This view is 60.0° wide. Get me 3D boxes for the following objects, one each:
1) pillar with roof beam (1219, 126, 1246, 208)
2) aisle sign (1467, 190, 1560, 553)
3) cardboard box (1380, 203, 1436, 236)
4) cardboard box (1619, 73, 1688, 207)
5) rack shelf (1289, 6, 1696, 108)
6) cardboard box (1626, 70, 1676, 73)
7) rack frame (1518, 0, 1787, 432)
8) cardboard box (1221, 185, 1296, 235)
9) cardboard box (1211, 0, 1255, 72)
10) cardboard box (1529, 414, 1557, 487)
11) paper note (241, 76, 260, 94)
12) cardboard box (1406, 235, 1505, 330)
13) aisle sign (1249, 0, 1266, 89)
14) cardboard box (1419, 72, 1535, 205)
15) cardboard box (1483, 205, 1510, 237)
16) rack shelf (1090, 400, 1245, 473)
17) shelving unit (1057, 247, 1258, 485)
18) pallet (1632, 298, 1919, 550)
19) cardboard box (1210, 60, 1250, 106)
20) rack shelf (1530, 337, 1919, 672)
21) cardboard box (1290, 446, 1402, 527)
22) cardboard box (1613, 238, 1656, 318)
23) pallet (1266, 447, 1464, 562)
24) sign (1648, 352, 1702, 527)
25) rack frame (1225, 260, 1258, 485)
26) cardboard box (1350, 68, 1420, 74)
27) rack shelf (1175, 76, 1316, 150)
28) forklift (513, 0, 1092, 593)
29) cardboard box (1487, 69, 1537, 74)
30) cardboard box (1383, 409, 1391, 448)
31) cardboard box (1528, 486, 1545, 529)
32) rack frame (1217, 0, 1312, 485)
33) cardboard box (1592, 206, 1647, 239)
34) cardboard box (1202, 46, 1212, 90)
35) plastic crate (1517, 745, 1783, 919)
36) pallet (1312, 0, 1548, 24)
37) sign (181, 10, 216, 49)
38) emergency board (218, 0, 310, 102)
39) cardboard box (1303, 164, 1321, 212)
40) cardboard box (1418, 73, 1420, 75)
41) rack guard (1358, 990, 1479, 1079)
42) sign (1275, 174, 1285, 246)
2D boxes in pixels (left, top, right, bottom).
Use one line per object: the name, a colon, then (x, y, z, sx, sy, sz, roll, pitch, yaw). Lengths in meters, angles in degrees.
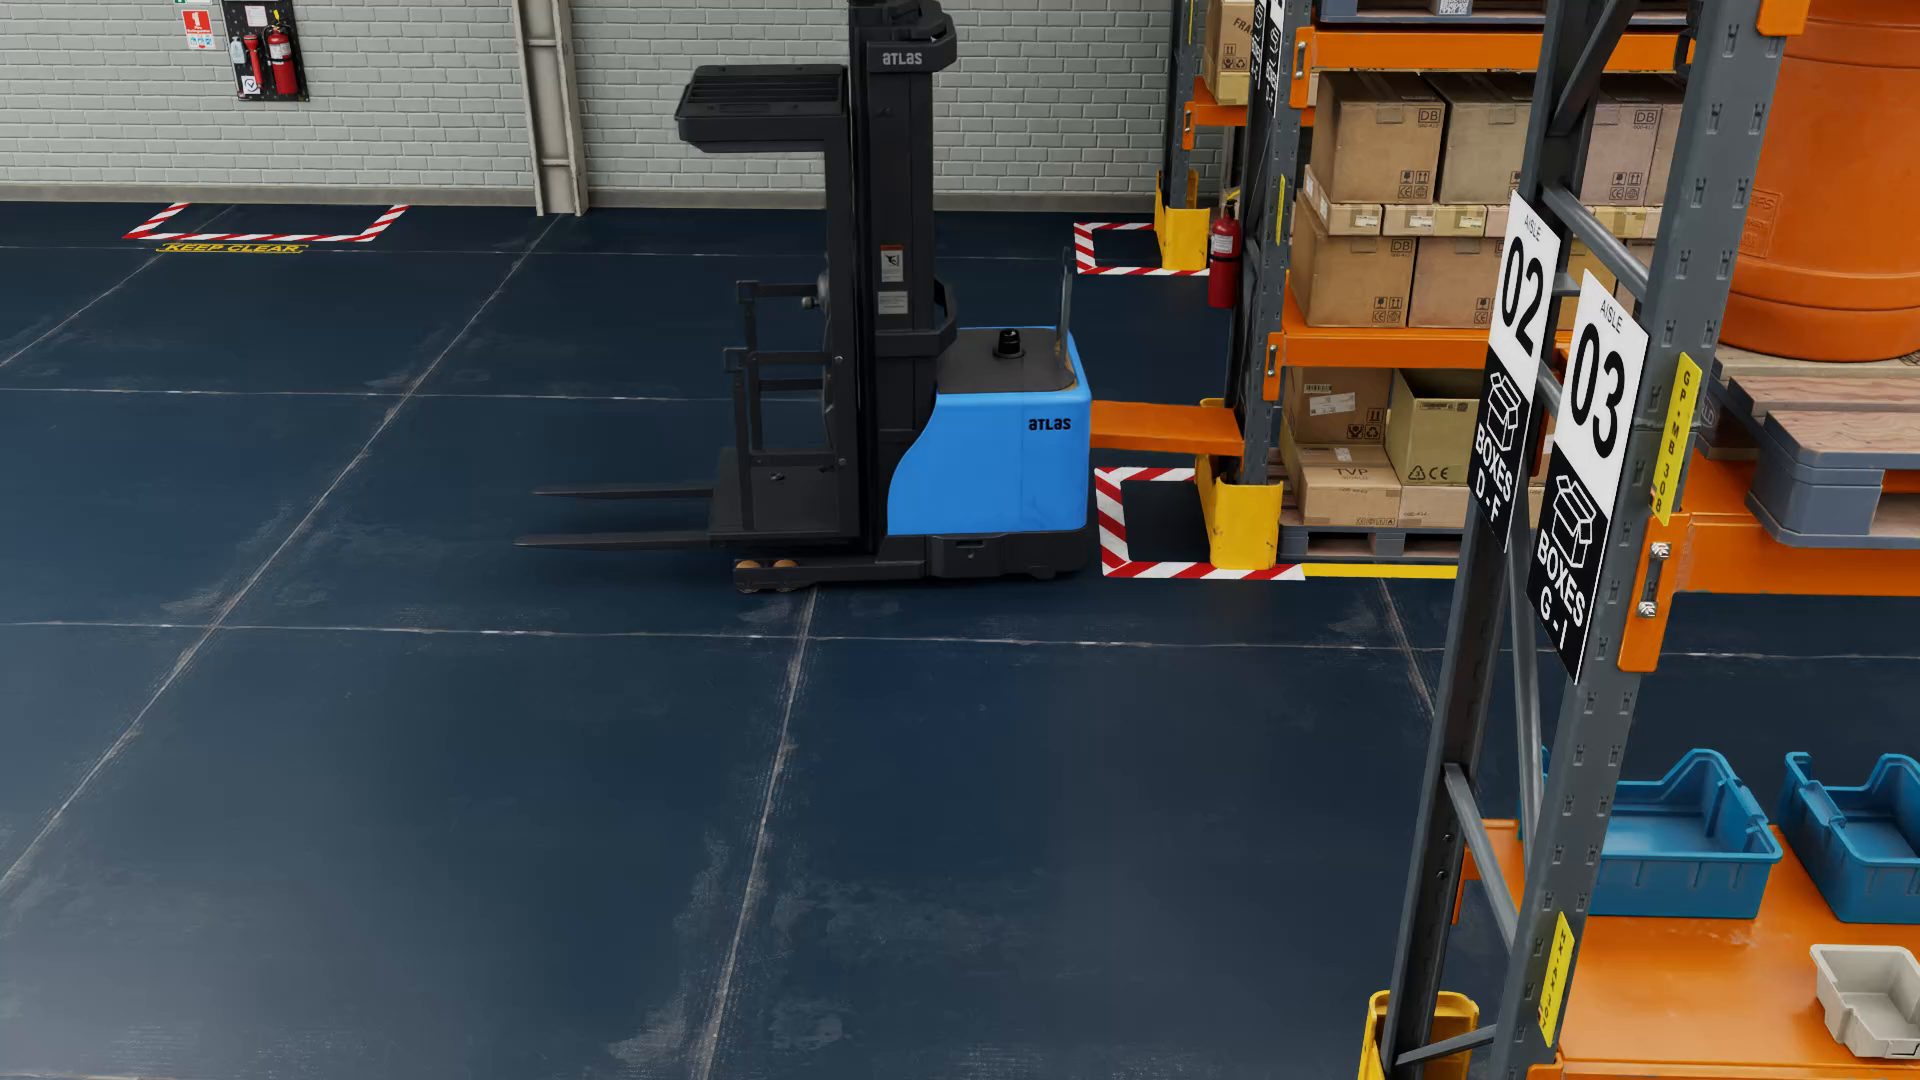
pillar with roof beam: (2.325, -4.786, 8.671, 0.400, 9.000, 9.100, 1, 28, 2)
aisle sign: (1.335, -0.409, 4.043, 0.004, 0.787, 0.394, 1, 28, 2)
cardboard box: (2.224, -1.659, 8.377, 0.250, 0.149, 0.380, 0, 28, 0)
cardboard box: (3.625, -2.019, 8.364, 0.500, 0.500, 0.700, 1, 28, 2)
rack shelf: (3.574, -2.413, 8.164, 4.000, 0.370, 1.077, 1, 28, 2)
cardboard box: (5.261, -3.828, 12.607, 0.500, 0.500, 0.500, 1, 28, 2)
rack frame: (1.397, -1.771, 2.982, 0.127, 3.000, 1.000, 1, 28, 2)
cardboard box: (2.435, -2.710, 13.561, 0.500, 0.311, 0.500, -2, 28, -4)
cardboard box: (2.213, -3.882, 12.710, 0.500, 0.500, 0.500, 1, 28, 2)
cardboard box: (3.103, -0.618, 8.900, 0.500, 0.500, 0.500, 1, 28, 2)
paper note: (-6.162, -3.954, 14.448, 0.142, 0.148, 0.016, 1, 28, 2)
cardboard box: (2.567, -1.462, 8.699, 0.500, 0.500, 0.700, 2, 28, 3)
aisle sign: (1.520, -2.726, 8.413, 0.004, 0.787, 0.394, 1, 28, 2)
cardboard box: (2.620, -2.035, 8.394, 0.500, 0.500, 0.700, 0, 28, 0)
cardboard box: (2.725, -1.649, 8.358, 0.250, 0.149, 0.380, 1, 28, 1)
rack shelf: (1.015, -0.575, 8.980, 1.000, 0.185, 0.538, 3, 25, 0)
shelving unit: (1.034, -0.737, 8.902, 1.083, 1.500, 0.587, 3, 25, 0)
pallet: (2.220, -0.302, 3.617, 1.213, 0.211, 1.003, 1, 28, 2)
cardboard box: (2.223, -3.543, 12.870, 0.500, 0.250, 0.500, 0, 28, 0)
rack shelf: (3.396, -0.094, 3.791, 4.000, 0.370, 1.077, 1, 28, 2)
cardboard box: (2.104, -0.296, 9.093, 0.500, 0.250, 0.500, 1, 28, 2)
cardboard box: (3.589, -1.445, 8.666, 0.500, 0.500, 0.700, 2, 28, 3)
pallet: (2.341, -0.213, 9.427, 1.213, 0.211, 1.003, 1, 28, 2)
sign: (1.373, -0.192, 3.197, 0.005, 0.325, 0.100, 1, 28, 2)
rack frame: (1.533, -0.707, 8.901, 0.032, 1.500, 0.500, 3, 25, 0)
cardboard box: (3.223, -3.858, 12.664, 0.500, 0.500, 0.500, 0, 28, 0)
rack shelf: (3.745, -3.406, 13.241, 4.000, 0.370, 1.077, 1, 28, 2)
forklift: (-0.856, -1.272, 8.521, 3.031, 2.935, 1.130, -2, 28, -3)
cardboard box: (4.259, -3.847, 12.642, 0.500, 0.500, 0.500, 0, 28, 0)
cardboard box: (2.622, -0.536, 9.546, 0.500, 0.250, 0.500, 1, 28, 2)
cardboard box: (3.103, -0.281, 9.065, 0.500, 0.250, 0.500, 1, 28, 2)
rack frame: (1.575, -1.438, 8.761, 0.127, 3.000, 1.000, 1, 28, 2)
cardboard box: (3.247, -1.642, 8.345, 0.250, 0.149, 0.380, 1, 28, 1)
cardboard box: (2.221, -3.783, 13.322, 0.500, 0.250, 0.500, 1, 28, 3)
plastic crate: (1.908, 0.814, 4.671, 0.616, 0.251, 0.499, 1, 28, 2)
pallet: (2.281, -2.701, 8.034, 1.213, 0.211, 1.003, 1, 28, 2)
sign: (-6.537, -4.382, 14.275, 0.234, 0.329, 0.001, 1, 28, 2)
emergency board: (-5.988, -4.308, 14.175, 0.643, 1.169, 0.194, 1, 28, 2)
cardboard box: (1.964, -1.852, 8.742, 0.250, 0.149, 0.380, 0, 28, 1)
cardboard box: (3.251, -3.530, 12.845, 0.500, 0.250, 0.500, 1, 28, 1)
rack guard: (1.475, 1.964, 5.012, 0.348, 0.500, 1.175, 1, 28, 2)
sign: (1.550, -1.596, 8.050, 0.005, 0.325, 0.100, 1, 28, 2)
